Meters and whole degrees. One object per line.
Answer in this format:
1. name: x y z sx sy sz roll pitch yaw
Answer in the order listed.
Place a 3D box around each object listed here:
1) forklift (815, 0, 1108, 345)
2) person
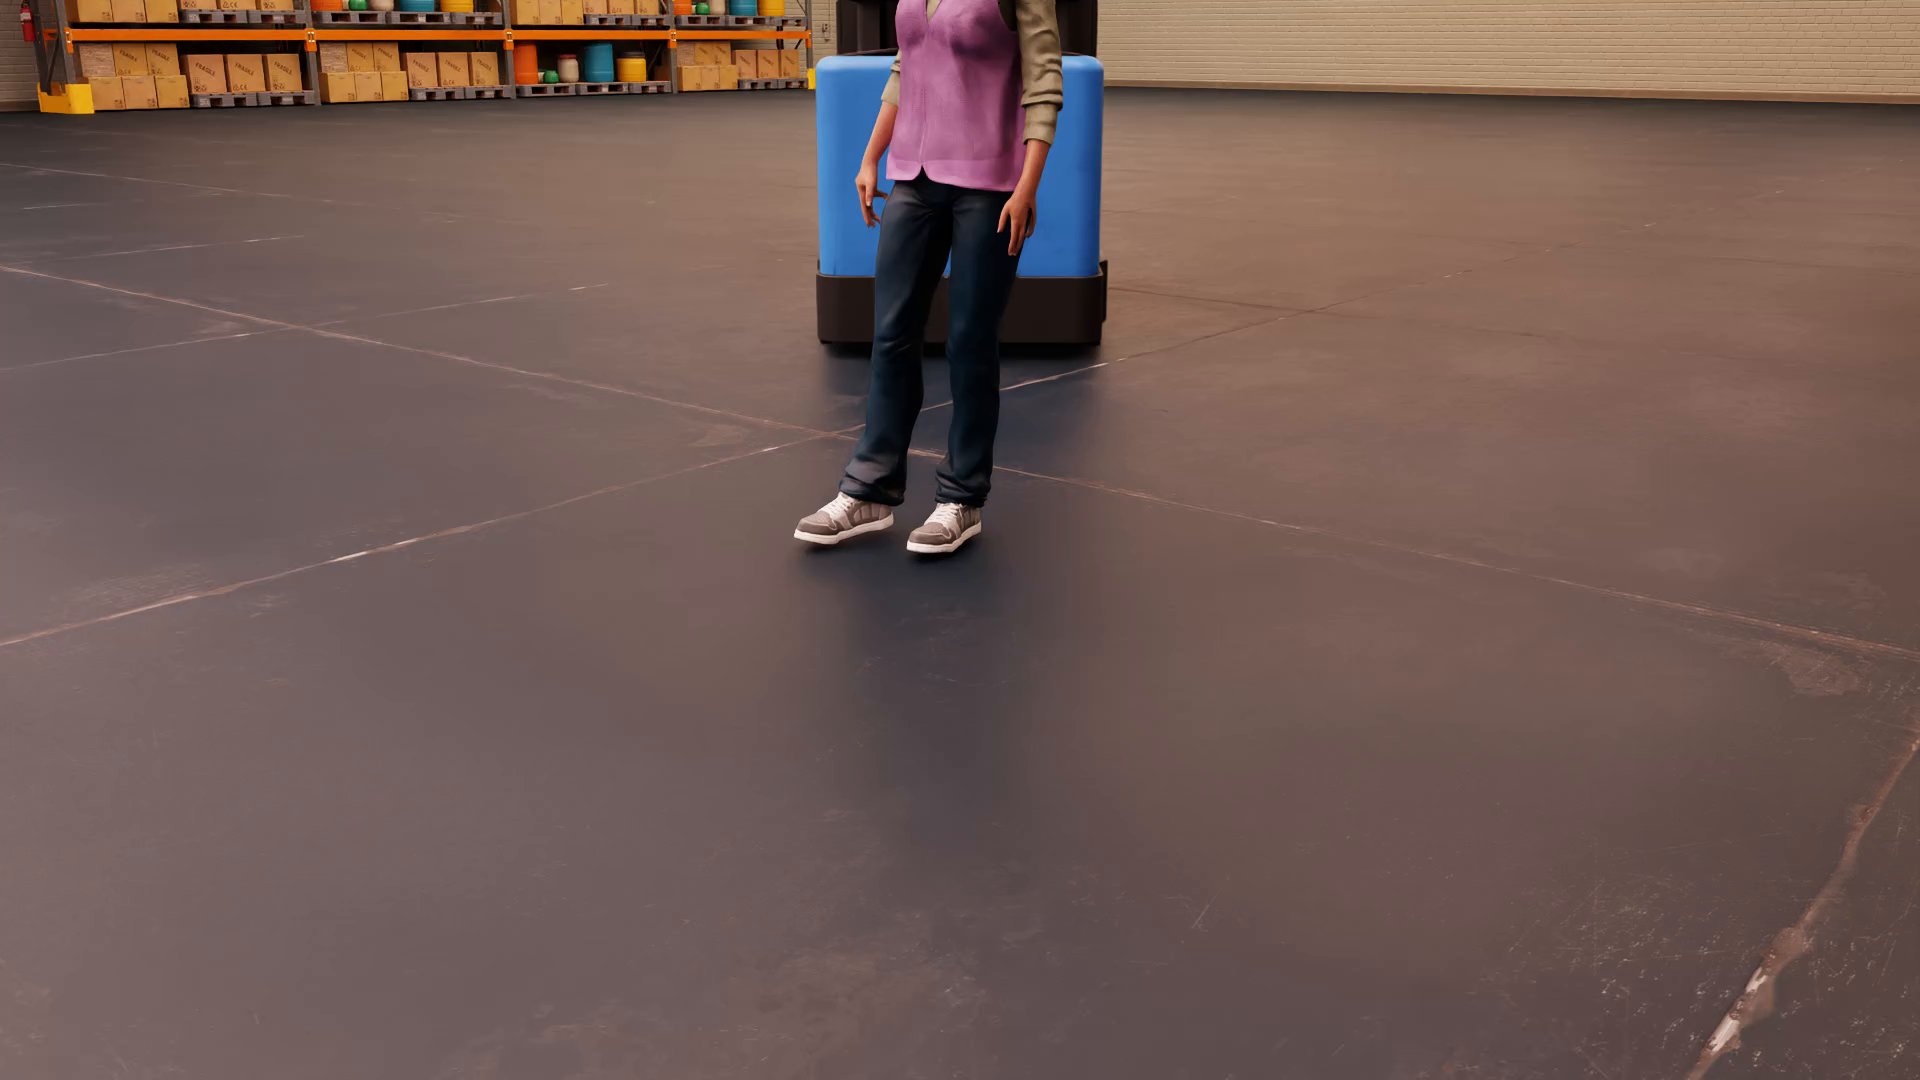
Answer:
1. forklift: 0.035 -2.491 7.101 1.130 2.935 3.031 0 17 1
2. person: -0.058 -0.757 3.661 0.521 1.599 0.473 13 21 37
